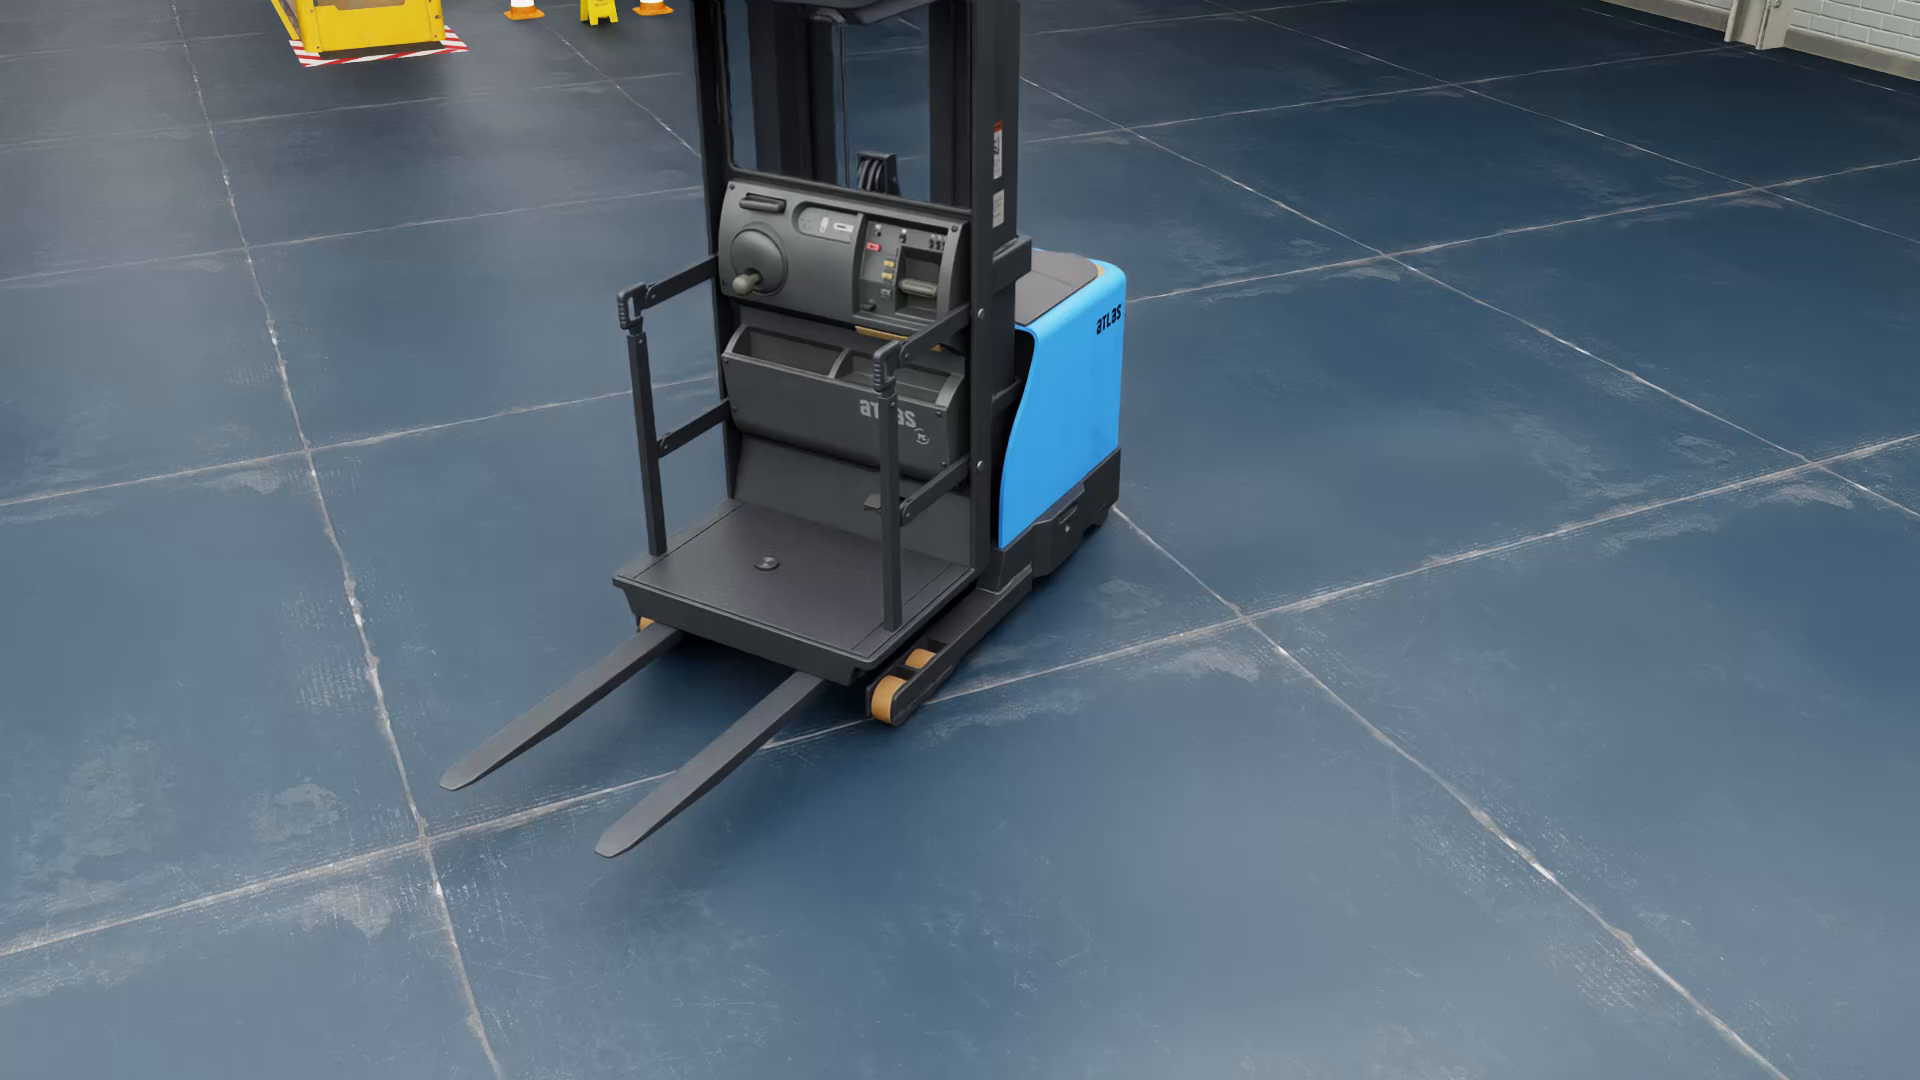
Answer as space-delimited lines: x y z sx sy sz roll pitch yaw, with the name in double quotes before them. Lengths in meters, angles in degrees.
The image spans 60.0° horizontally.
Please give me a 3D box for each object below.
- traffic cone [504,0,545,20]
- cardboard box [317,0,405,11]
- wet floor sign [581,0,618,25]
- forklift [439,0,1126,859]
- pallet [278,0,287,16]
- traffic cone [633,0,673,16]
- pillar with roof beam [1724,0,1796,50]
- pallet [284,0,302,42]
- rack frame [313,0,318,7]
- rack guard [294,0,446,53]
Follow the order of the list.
"traffic cone" -4.045 -5.075 15.327 0.336 0.463 0.334 -13 32 -22
"cardboard box" -5.451 -5.191 14.683 0.875 0.875 0.875 -13 32 -22
"wet floor sign" -3.299 -5.025 15.051 0.267 0.644 0.232 -19 35 -30
"forklift" -0.516 -0.908 5.373 1.130 2.935 3.031 16 33 26
"pallet" -6.034 -5.307 15.999 1.003 0.211 1.213 -13 32 -22
"traffic cone" -2.879 -5.162 15.483 0.336 0.463 0.334 -13 32 -22
"pillar with roof beam" 3.012 -7.336 10.632 9.100 9.000 0.400 -13 32 -22
"pallet" -5.514 -4.769 15.039 1.003 0.211 1.213 -13 32 -22
"rack frame" -5.100 -5.649 13.757 1.000 3.000 0.127 -13 32 -22
"rack guard" -5.090 -4.548 14.349 1.175 0.500 0.348 -13 32 -22
